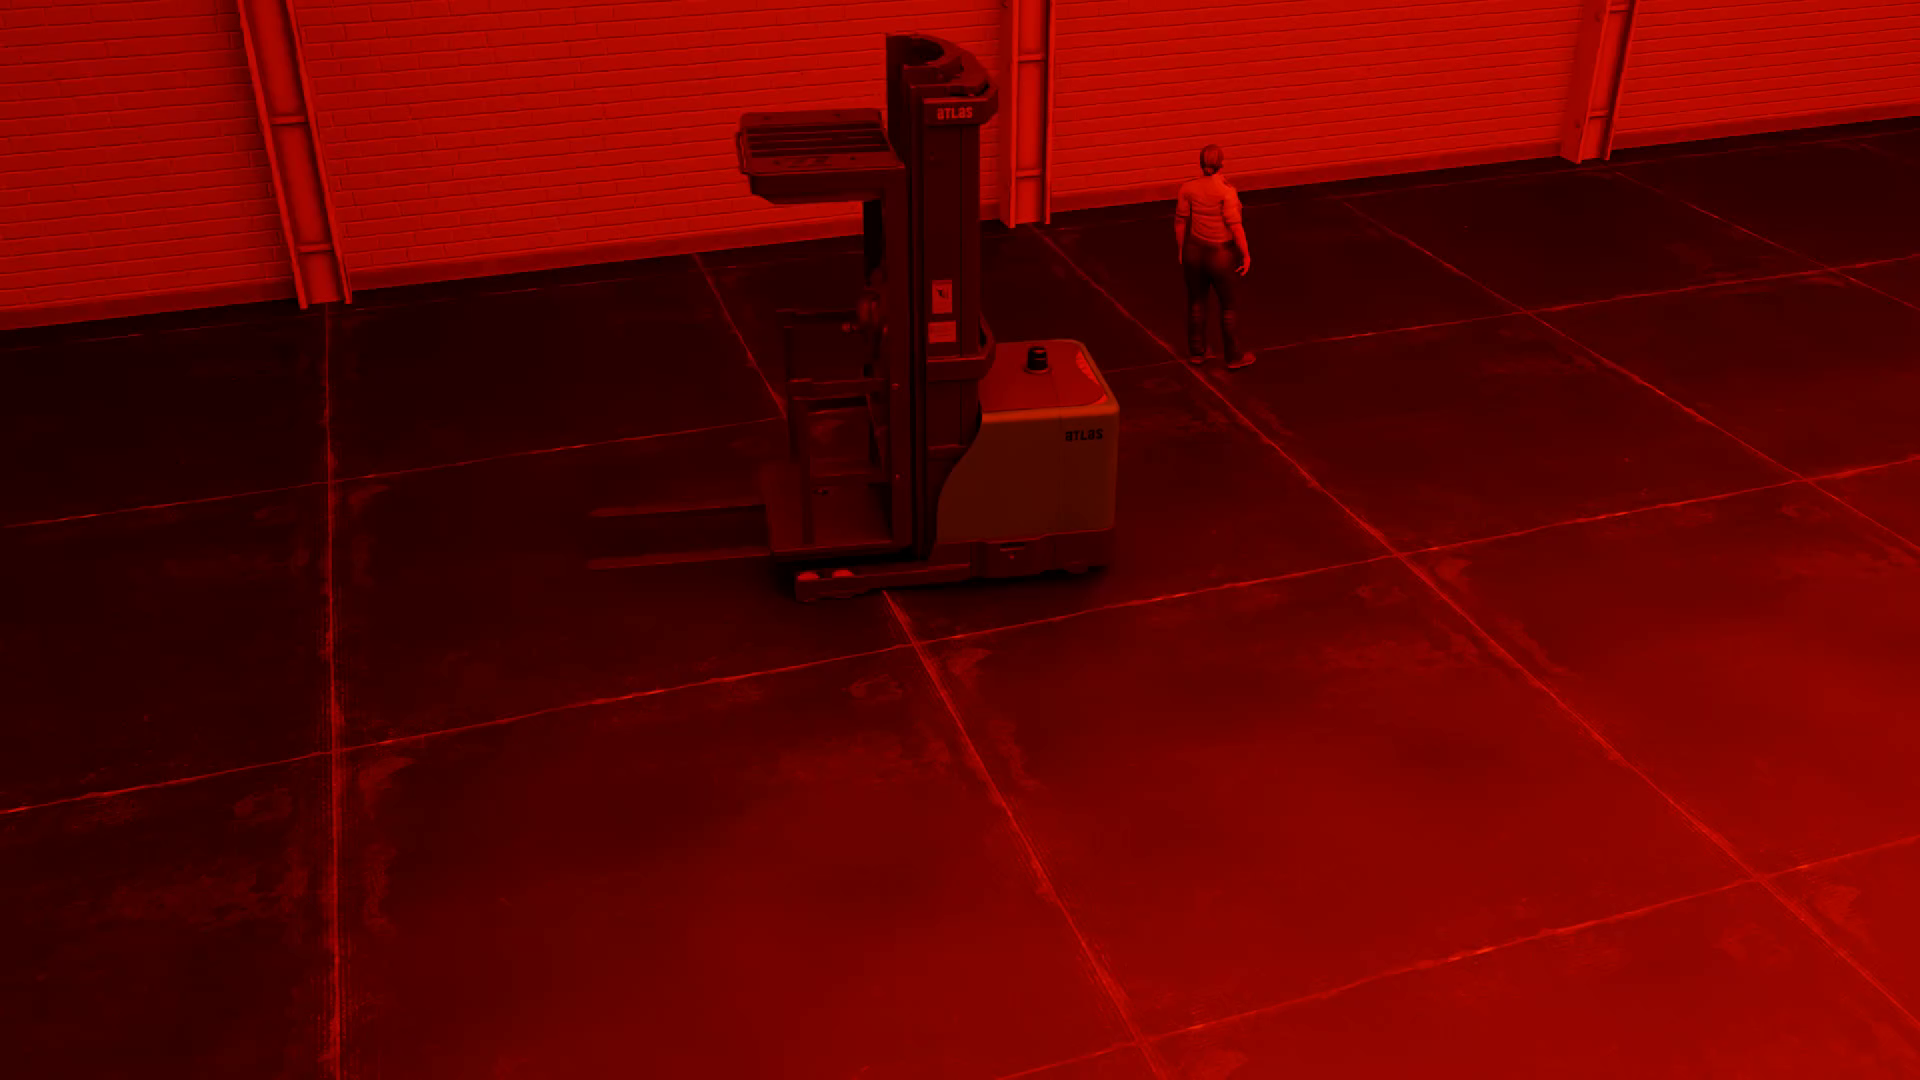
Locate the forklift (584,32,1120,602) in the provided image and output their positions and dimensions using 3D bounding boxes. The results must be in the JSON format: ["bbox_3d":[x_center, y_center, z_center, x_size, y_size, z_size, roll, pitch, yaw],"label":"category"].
[{"bbox_3d":[-0.662,-1.202,9.176,3.031,2.935,1.130,-5,30,-8],"label":"forklift"}]

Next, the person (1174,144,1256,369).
[{"bbox_3d":[1.843,-2.038,11.912,0.580,1.658,0.484,20,36,31],"label":"person"}]
